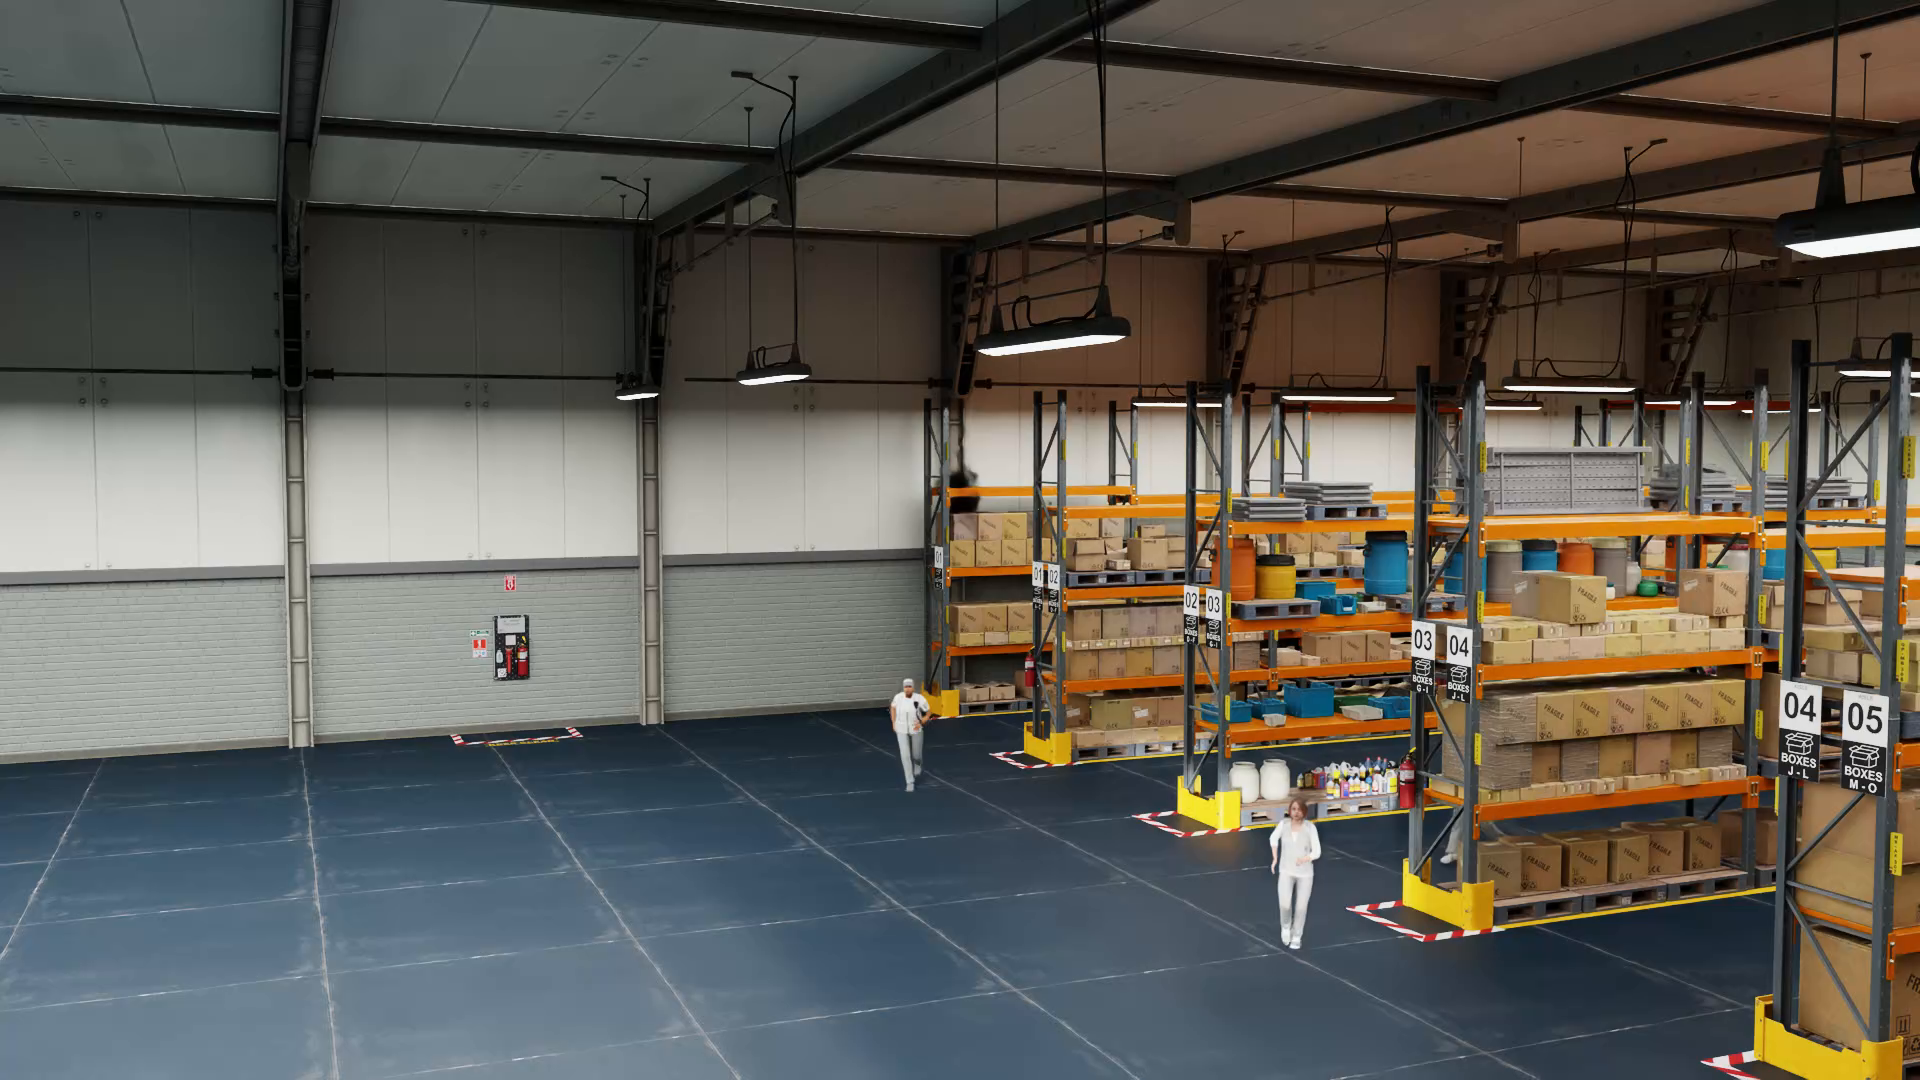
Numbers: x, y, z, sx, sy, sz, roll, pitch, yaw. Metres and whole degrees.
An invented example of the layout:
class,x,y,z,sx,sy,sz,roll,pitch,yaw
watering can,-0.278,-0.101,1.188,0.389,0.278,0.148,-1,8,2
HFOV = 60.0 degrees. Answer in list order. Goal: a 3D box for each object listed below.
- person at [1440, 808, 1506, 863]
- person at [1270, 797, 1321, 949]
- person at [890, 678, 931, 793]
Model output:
class,x,y,z,sx,sy,sz,roll,pitch,yaw
person,6.293,3.106,20.378,0.970,1.652,0.566,-2,4,-27
person,3.378,3.384,16.799,0.515,1.564,0.587,1,3,14
person,-0.742,2.888,24.918,0.630,1.662,0.886,0,3,5
